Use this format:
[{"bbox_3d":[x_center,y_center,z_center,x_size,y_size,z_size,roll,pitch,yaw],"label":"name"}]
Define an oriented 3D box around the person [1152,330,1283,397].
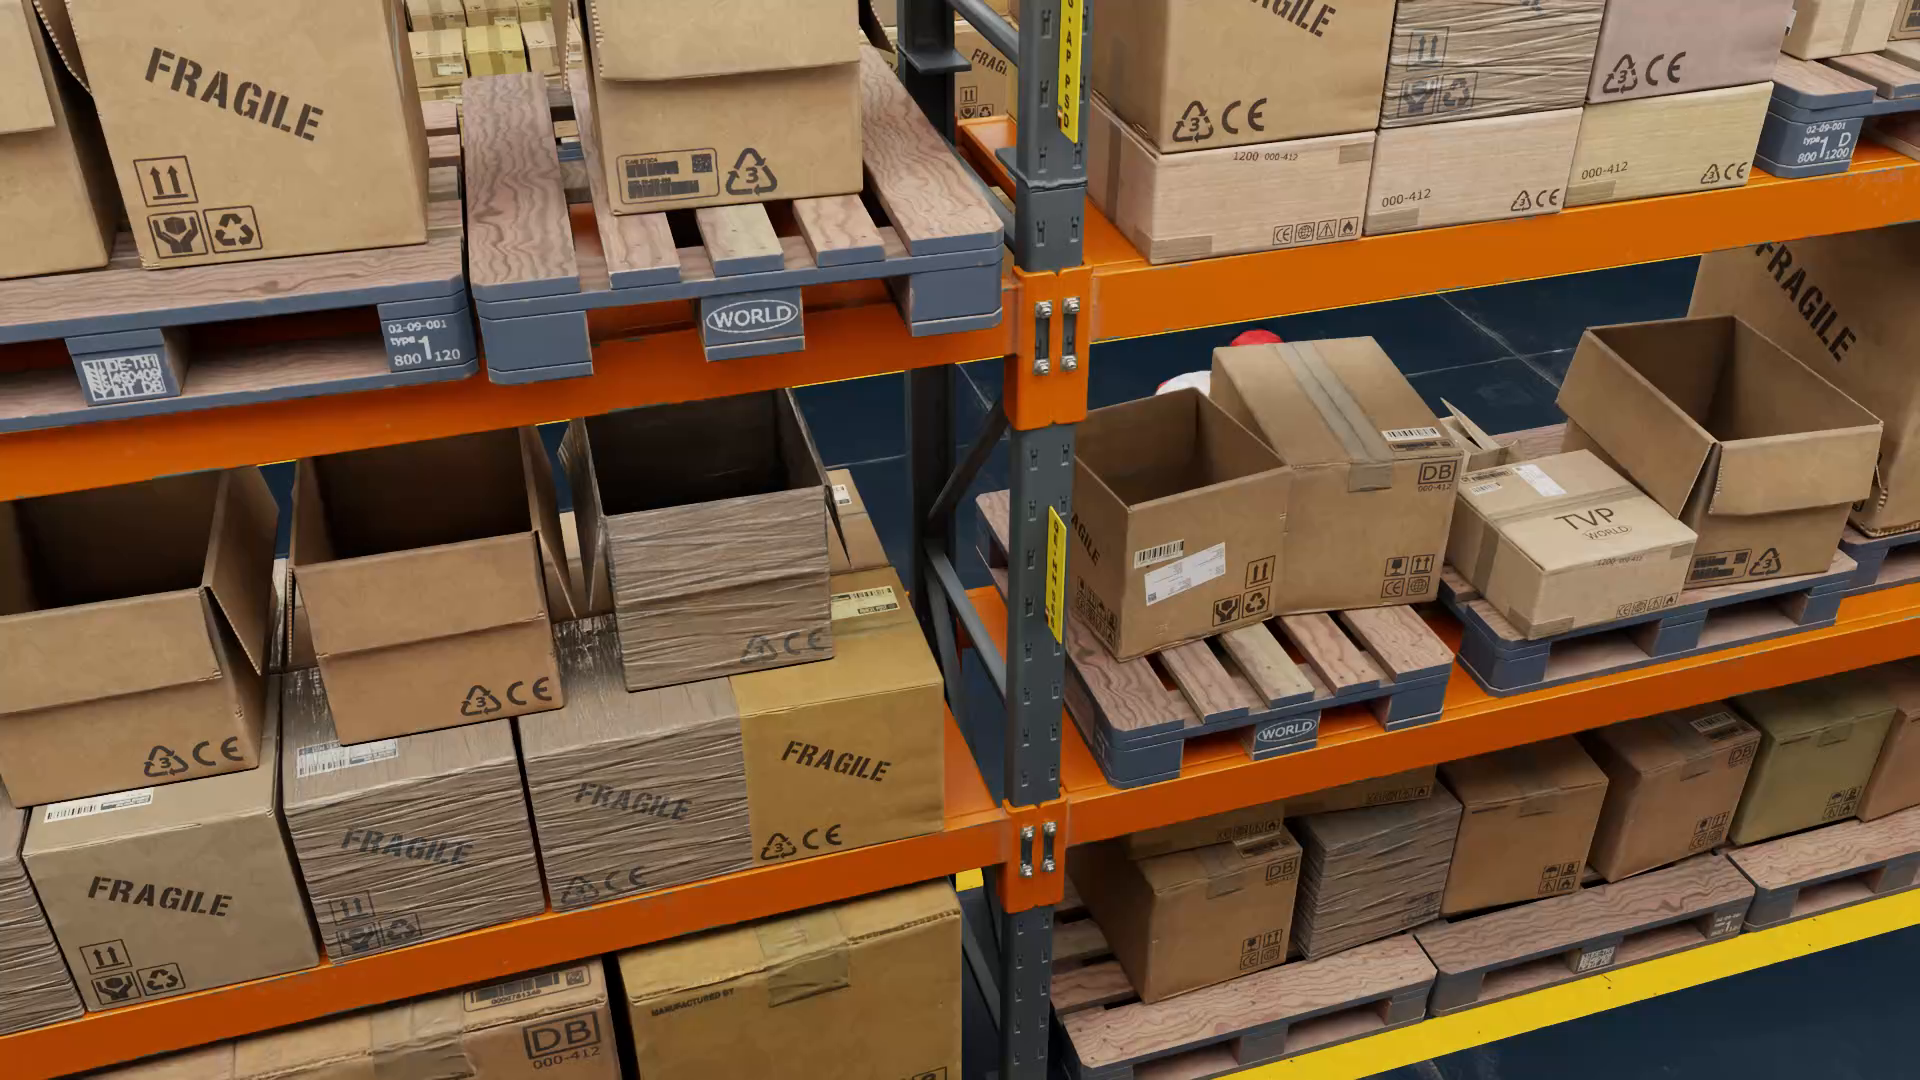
[{"bbox_3d":[0.845,-0.072,6.450,0.819,1.541,0.484,-11,35,-16],"label":"person"}]
